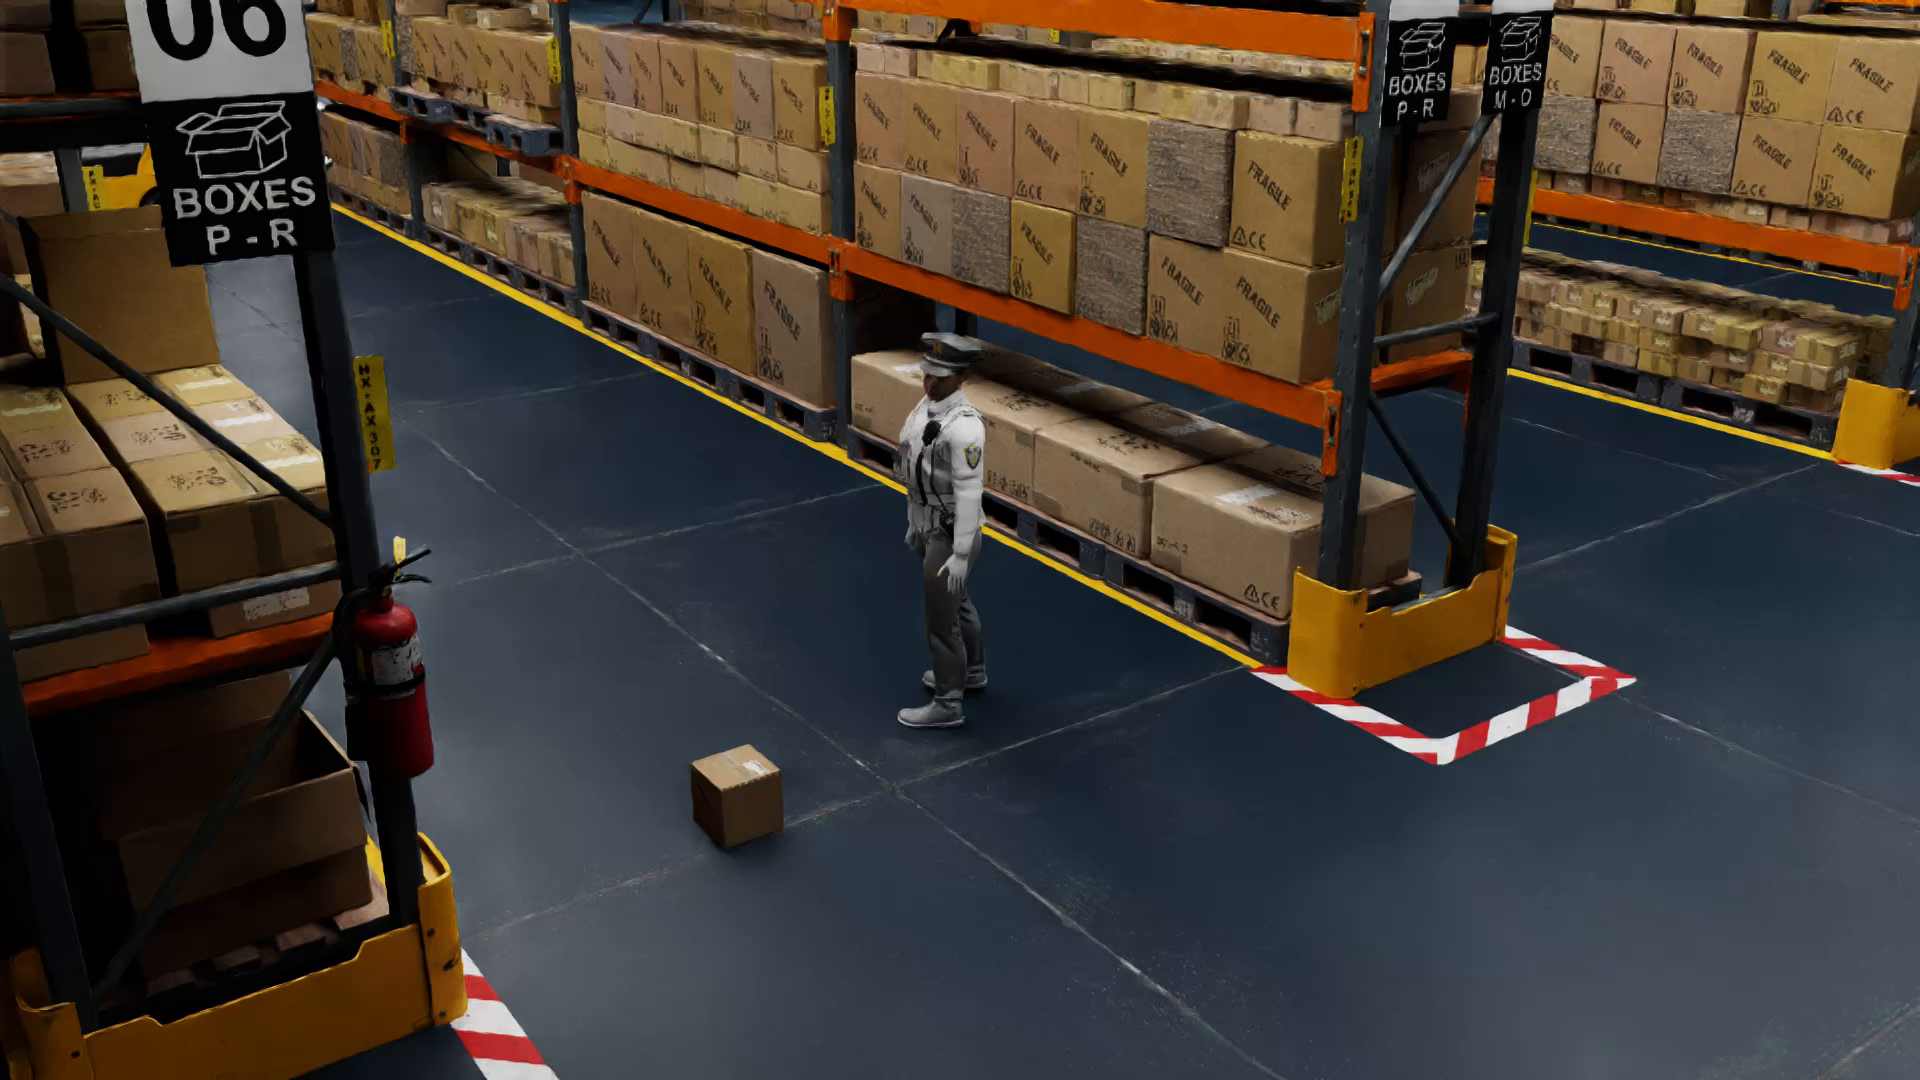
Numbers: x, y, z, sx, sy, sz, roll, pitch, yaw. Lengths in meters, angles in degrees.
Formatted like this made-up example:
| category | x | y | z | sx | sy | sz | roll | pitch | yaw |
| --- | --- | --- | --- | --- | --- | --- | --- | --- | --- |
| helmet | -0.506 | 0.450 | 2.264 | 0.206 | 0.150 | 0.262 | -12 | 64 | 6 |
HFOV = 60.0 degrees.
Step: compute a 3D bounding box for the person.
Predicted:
| category | x | y | z | sx | sy | sz | roll | pitch | yaw |
| --- | --- | --- | --- | --- | --- | --- | --- | --- | --- |
| person | -0.044 | -0.033 | 6.754 | 0.460 | 1.674 | 0.632 | -7 | 23 | -17 |
